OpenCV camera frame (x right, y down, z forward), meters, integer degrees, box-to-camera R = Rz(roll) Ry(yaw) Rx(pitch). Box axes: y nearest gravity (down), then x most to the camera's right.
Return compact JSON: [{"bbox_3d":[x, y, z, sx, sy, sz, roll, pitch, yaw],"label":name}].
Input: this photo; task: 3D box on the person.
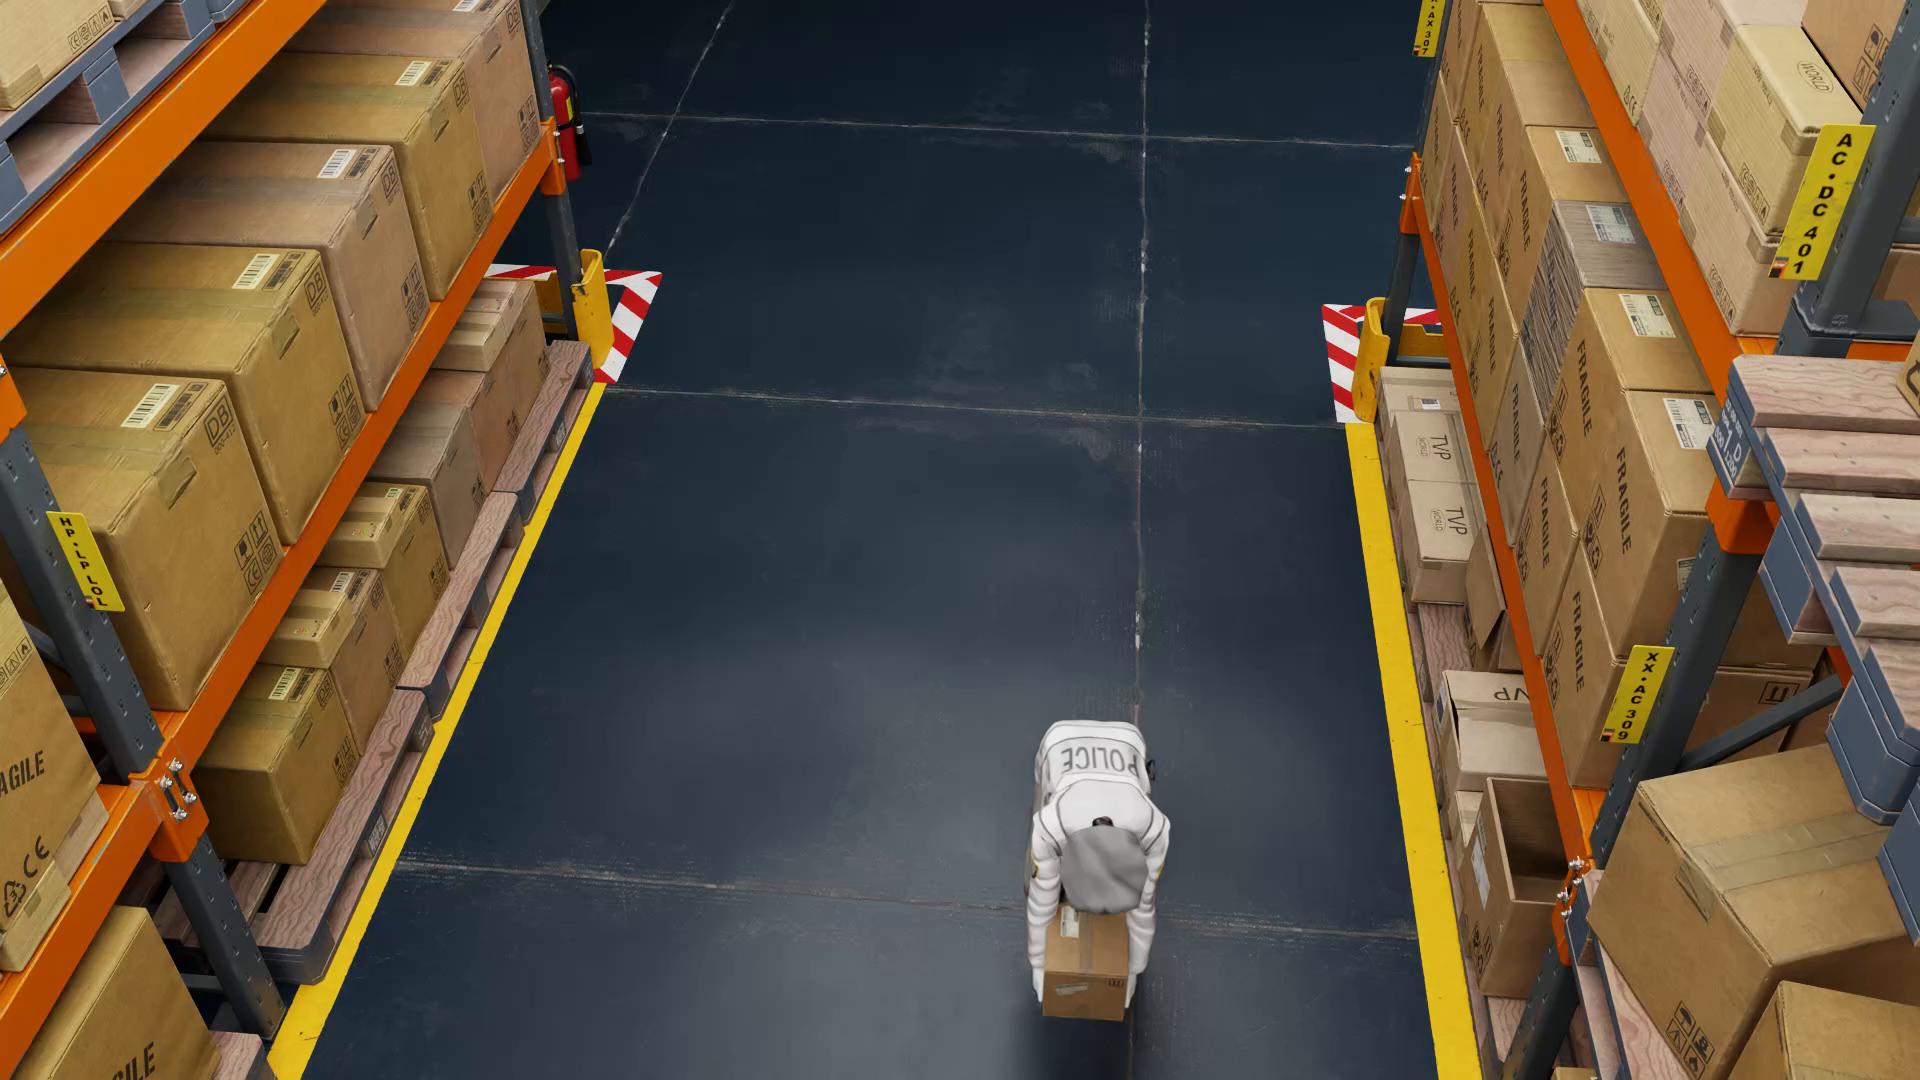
[{"bbox_3d":[0.424,0.884,5.192,0.412,0.653,0.681,2,40,2],"label":"person"}]
